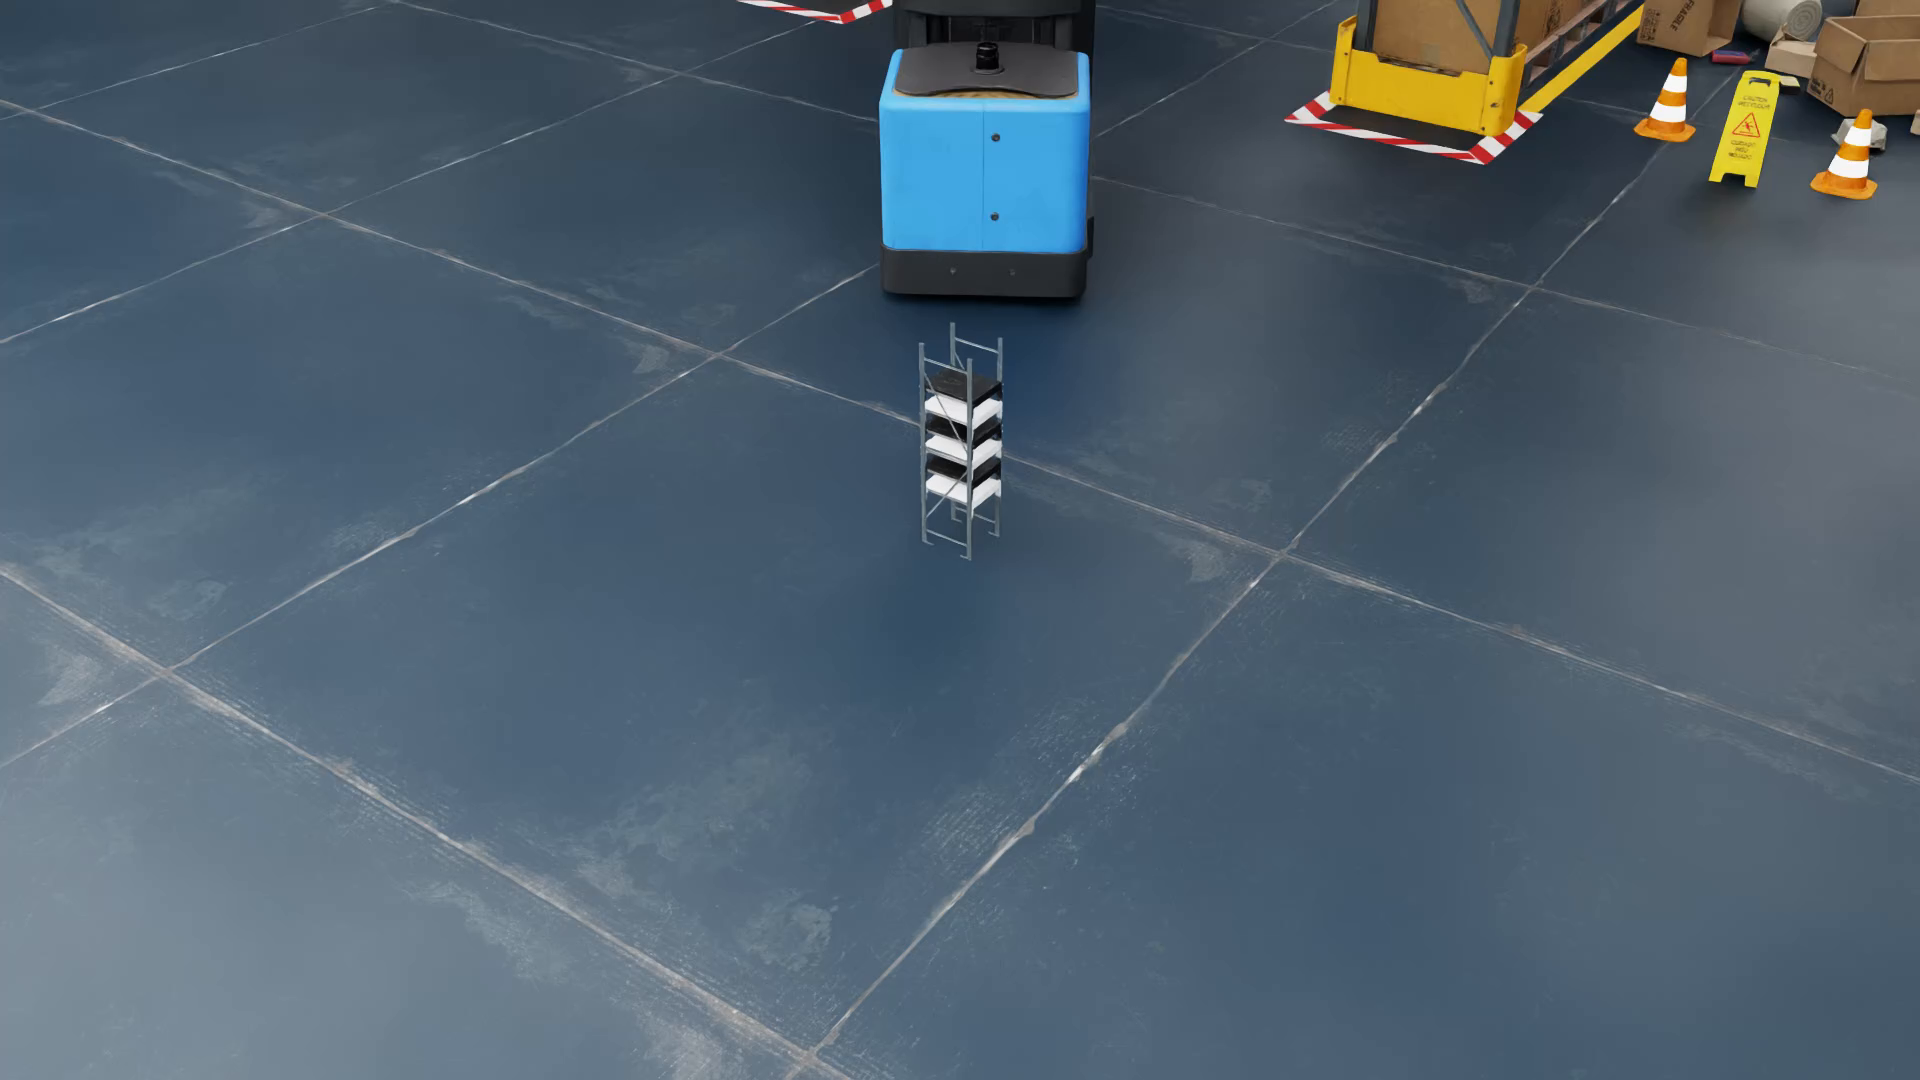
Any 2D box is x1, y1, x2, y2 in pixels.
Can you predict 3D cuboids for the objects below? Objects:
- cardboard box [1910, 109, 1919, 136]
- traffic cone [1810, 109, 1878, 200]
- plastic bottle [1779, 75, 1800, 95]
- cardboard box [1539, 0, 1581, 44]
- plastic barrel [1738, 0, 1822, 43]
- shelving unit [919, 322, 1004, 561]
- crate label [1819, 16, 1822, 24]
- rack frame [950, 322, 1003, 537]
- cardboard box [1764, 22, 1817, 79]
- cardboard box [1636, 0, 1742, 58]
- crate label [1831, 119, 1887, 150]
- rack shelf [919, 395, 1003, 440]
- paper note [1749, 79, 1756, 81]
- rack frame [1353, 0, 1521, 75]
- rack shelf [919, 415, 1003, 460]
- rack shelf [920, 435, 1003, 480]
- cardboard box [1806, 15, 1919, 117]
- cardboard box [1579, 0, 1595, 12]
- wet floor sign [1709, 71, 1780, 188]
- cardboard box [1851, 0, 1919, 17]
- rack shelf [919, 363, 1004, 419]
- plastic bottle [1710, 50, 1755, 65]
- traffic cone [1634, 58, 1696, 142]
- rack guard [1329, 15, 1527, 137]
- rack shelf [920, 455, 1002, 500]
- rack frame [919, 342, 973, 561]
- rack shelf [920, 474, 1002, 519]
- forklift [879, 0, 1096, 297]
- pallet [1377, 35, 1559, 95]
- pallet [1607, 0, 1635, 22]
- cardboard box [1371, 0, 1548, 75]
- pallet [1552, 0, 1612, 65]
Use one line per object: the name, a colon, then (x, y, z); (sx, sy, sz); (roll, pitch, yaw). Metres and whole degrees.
cardboard box: (6.236, -2.592, 10.450); (0.250, 0.149, 0.380); (-15, 37, -21)
traffic cone: (5.228, -2.282, 9.711); (0.336, 0.463, 0.334); (21, 39, 28)
plastic bottle: (5.599, -3.091, 11.267); (0.133, 0.061, 0.283); (8, 35, 12)
cardboard box: (3.857, -4.092, 11.645); (0.875, 0.875, 0.875); (21, 39, 27)
plastic barrel: (5.918, -3.821, 12.022); (0.421, 0.421, 0.512); (-9, 35, -13)
shelving unit: (0.005, -0.376, 6.503); (0.258, 0.900, 0.210); (21, 39, 28)
crate label: (6.240, -3.895, 12.387); (0.298, 0.136, 0.250); (-3, 34, -4)
rack frame: (0.063, -0.423, 6.573); (0.240, 0.900, 0.006); (21, 39, 28)
cardboard box: (5.838, -3.388, 11.523); (0.396, 0.266, 0.258); (29, 44, 36)
cardboard box: (5.263, -3.823, 11.955); (0.500, 0.500, 0.500); (29, 44, 36)
crate label: (5.625, -2.528, 10.367); (0.250, 0.136, 0.298); (3, 34, 4)
rack shelf: (0.005, -0.498, 6.421); (0.258, 0.077, 0.200); (21, 39, 28)
paper note: (5.405, -3.151, 11.400); (0.123, 0.001, 0.032); (-15, 37, -21)
rack frame: (3.024, -4.059, 10.075); (1.000, 3.000, 0.127); (21, 39, 28)
rack shelf: (0.005, -0.423, 6.472); (0.258, 0.077, 0.200); (21, 39, 28)
rack shelf: (0.005, -0.349, 6.522); (0.258, 0.077, 0.200); (21, 39, 28)
cardboard box: (6.070, -3.108, 10.896); (0.797, 0.503, 0.637); (-3, 34, -4)
cardboard box: (4.378, -4.511, 12.264); (0.875, 0.875, 0.875); (22, 40, 29)
wet floor sign: (4.634, -2.438, 9.779); (0.267, 0.644, 0.232); (14, 37, 20)
cardboard box: (6.596, -3.597, 11.498); (0.797, 0.637, 0.503); (21, 39, 28)
rack shelf: (0.005, -0.573, 6.371); (0.258, 0.077, 0.200); (21, 39, 28)
plastic bottle: (5.447, -3.400, 11.723); (0.283, 0.061, 0.133); (8, 35, 12)
traffic cone: (4.494, -2.799, 10.476); (0.336, 0.463, 0.334); (21, 39, 28)
rack guard: (3.011, -3.013, 10.759); (1.175, 0.500, 0.348); (21, 39, 28)
rack shelf: (0.005, -0.274, 6.573); (0.258, 0.077, 0.200); (21, 39, 28)
rack frame: (-0.053, -0.330, 6.434); (0.240, 0.900, 0.006); (21, 39, 28)
rack shelf: (0.005, -0.200, 6.623); (0.258, 0.077, 0.200); (21, 39, 28)
forklift: (0.195, -3.245, 8.932); (1.130, 2.935, 3.031); (2, 34, 3)
pallet: (3.416, -3.297, 11.437); (1.003, 0.211, 1.213); (21, 39, 28)
pallet: (4.807, -4.420, 13.098); (1.003, 0.211, 1.213); (21, 39, 28)
cardboard box: (3.357, -3.686, 11.045); (0.875, 0.875, 0.875); (21, 40, 28)
pallet: (4.112, -3.856, 12.264); (1.003, 0.211, 1.213); (21, 39, 28)
